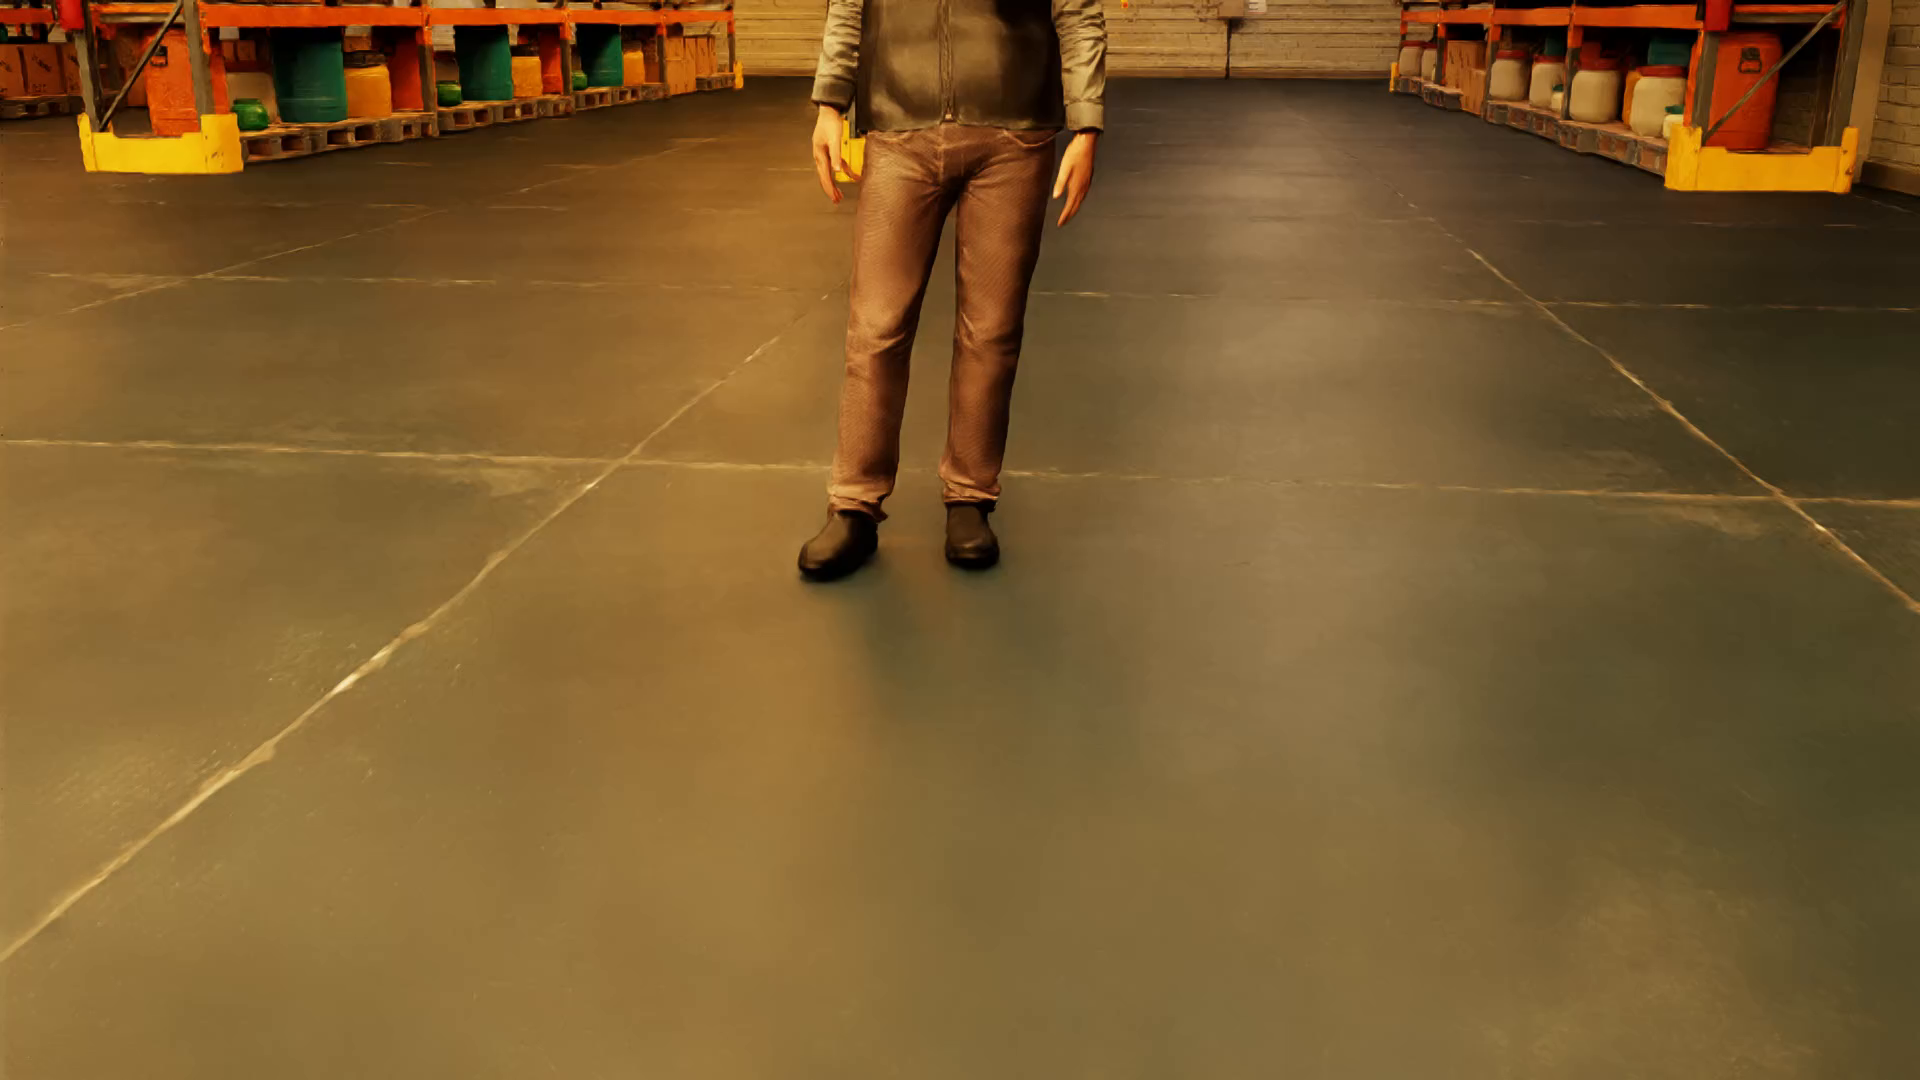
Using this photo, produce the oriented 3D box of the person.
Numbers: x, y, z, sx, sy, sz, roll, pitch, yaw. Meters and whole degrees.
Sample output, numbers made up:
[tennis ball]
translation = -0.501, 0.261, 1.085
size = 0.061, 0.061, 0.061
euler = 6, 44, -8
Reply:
[person]
translation = -0.016, -0.809, 3.507
size = 0.632, 1.720, 0.567
euler = 2, 18, 7
